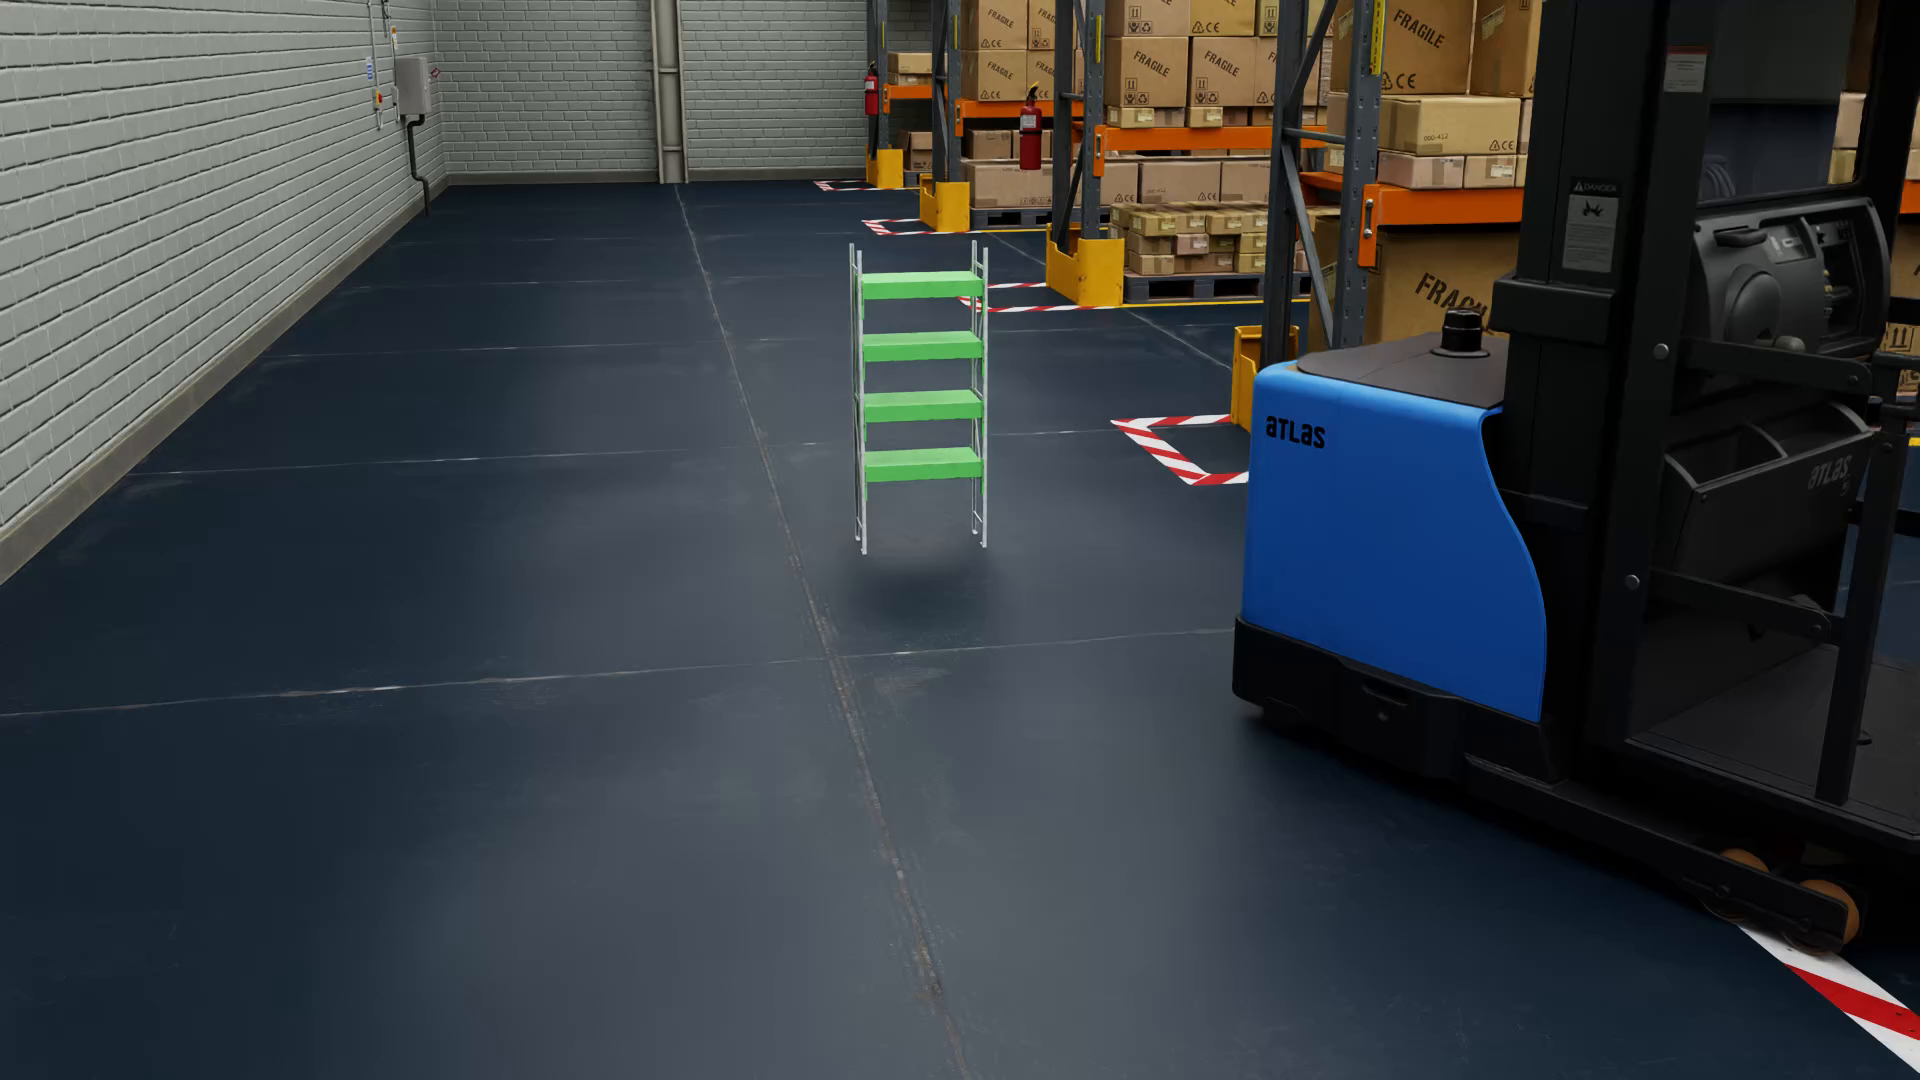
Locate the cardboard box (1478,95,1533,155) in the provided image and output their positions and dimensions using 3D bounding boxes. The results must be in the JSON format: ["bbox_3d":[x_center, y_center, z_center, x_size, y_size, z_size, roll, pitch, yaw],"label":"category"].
[{"bbox_3d":[2.766,-1.974,7.879,0.500,0.250,0.500,-3,17,-11],"label":"cardboard box"}]

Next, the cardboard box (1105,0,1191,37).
[{"bbox_3d":[1.384,-3.976,12.268,0.500,0.500,0.500,-3,17,-11],"label":"cardboard box"}]

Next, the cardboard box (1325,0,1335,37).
[{"bbox_3d":[2.893,-4.058,12.534,0.500,0.500,0.500,-4,17,-12],"label":"cardboard box"}]

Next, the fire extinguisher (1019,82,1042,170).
[{"bbox_3d":[0.558,-3.263,13.094,0.183,0.674,0.296,-3,17,-10],"label":"fire extinguisher"}]

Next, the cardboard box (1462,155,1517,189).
[{"bbox_3d":[2.397,-1.743,7.806,0.250,0.149,0.380,-4,17,-11],"label":"cardboard box"}]

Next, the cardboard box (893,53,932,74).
[{"bbox_3d":[-0.594,-6.230,21.734,0.500,0.250,0.500,-3,17,-10],"label":"cardboard box"}]

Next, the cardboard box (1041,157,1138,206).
[{"bbox_3d":[1.381,-3.876,17.970,0.875,0.438,0.875,-3,17,-9],"label":"cardboard box"}]

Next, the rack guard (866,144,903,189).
[{"bbox_3d":[-1.016,-5.021,22.307,0.348,0.500,1.175,-3,17,-10],"label":"rack guard"}]

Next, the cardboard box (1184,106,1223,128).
[{"bbox_3d":[1.790,-3.189,12.512,0.250,0.149,0.380,-4,17,-12],"label":"cardboard box"}]

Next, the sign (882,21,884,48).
[{"bbox_3d":[-0.988,-6.469,21.290,0.005,0.325,0.100,-3,17,-10],"label":"sign"}]

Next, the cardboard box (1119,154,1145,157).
[{"bbox_3d":[2.345,-5.157,22.632,0.250,0.149,0.380,-4,17,-12],"label":"cardboard box"}]

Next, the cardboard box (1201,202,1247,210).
[{"bbox_3d":[2.119,-2.629,13.389,0.250,0.149,0.380,-4,18,-13],"label":"cardboard box"}]

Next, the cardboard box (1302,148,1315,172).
[{"bbox_3d":[4.376,-4.246,18.431,0.875,0.875,0.875,-3,17,-9],"label":"cardboard box"}]

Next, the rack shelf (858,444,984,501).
[{"bbox_3d":[-0.163,-0.274,6.695,0.480,0.148,0.258,-3,17,-10],"label":"rack shelf"}]

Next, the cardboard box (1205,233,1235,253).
[{"bbox_3d":[1.959,-2.333,12.932,0.250,0.149,0.380,-3,17,-10],"label":"cardboard box"}]

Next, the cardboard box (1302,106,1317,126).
[{"bbox_3d":[2.537,-3.256,12.732,0.250,0.149,0.380,-4,17,-12],"label":"cardboard box"}]

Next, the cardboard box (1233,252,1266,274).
[{"bbox_3d":[2.224,-2.171,12.911,0.250,0.149,0.380,-3,17,-10],"label":"cardboard box"}]

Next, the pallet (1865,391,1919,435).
[{"bbox_3d":[4.901,-0.794,9.037,1.213,0.211,1.003,-3,17,-10],"label":"pallet"}]

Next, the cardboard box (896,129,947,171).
[{"bbox_3d":[-0.472,-5.226,22.253,0.637,0.503,0.797,-4,18,-13],"label":"cardboard box"}]

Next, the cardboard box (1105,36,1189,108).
[{"bbox_3d":[1.386,-3.495,12.404,0.500,0.500,0.500,-2,17,-8],"label":"cardboard box"}]

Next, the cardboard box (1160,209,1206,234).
[{"bbox_3d":[1.720,-2.463,12.849,0.250,0.149,0.380,-3,17,-9],"label":"cardboard box"}]

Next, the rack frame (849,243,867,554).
[{"bbox_3d":[-0.402,-0.551,6.561,0.015,1.200,0.240,-3,17,-10],"label":"rack frame"}]

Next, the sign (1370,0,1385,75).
[{"bbox_3d":[1.834,-2.215,7.306,0.005,0.325,0.100,-3,17,-10],"label":"sign"}]

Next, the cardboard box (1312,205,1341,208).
[{"bbox_3d":[2.904,-2.665,13.508,0.250,0.149,0.380,-3,17,-10],"label":"cardboard box"}]

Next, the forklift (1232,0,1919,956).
[{"bbox_3d":[2.150,-0.629,3.867,1.130,2.935,3.031,-14,22,-37],"label":"forklift"}]

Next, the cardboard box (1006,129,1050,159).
[{"bbox_3d":[0.913,-5.261,22.374,0.500,0.500,0.500,-3,17,-9],"label":"cardboard box"}]

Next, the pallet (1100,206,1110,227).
[{"bbox_3d":[1.820,-3.582,18.114,1.213,0.211,1.003,-3,17,-10],"label":"pallet"}]

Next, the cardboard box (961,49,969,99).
[{"bbox_3d":[0.278,-4.932,17.589,0.500,0.500,0.500,-3,17,-10],"label":"cardboard box"}]

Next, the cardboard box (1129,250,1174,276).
[{"bbox_3d":[1.468,-2.134,12.792,0.250,0.149,0.380,-3,17,-9],"label":"cardboard box"}]

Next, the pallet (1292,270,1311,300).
[{"bbox_3d":[2.967,-2.133,13.396,1.213,0.211,1.003,-3,17,-10],"label":"pallet"}]

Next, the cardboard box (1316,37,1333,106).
[{"bbox_3d":[2.889,-3.586,12.701,0.500,0.500,0.500,-4,17,-12],"label":"cardboard box"}]

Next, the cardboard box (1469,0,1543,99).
[{"bbox_3d":[2.748,-2.330,7.760,0.500,0.500,0.500,-4,17,-12],"label":"cardboard box"}]

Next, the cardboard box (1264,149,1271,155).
[{"bbox_3d":[4.366,-5.461,23.026,0.500,0.500,0.500,-4,17,-12],"label":"cardboard box"}]

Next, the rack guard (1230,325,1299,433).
[{"bbox_3d":[1.711,-0.728,8.330,0.348,0.500,1.175,-3,17,-10],"label":"rack guard"}]

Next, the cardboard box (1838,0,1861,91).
[{"bbox_3d":[4.658,-2.598,8.632,0.500,0.500,0.500,-3,17,-10],"label":"cardboard box"}]

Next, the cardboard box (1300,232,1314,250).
[{"bbox_3d":[2.733,-2.385,13.102,0.250,0.149,0.380,-2,17,-8],"label":"cardboard box"}]

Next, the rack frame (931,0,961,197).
[{"bbox_3d":[-0.145,-4.781,17.268,0.127,3.000,1.000,-3,17,-10],"label":"rack frame"}]

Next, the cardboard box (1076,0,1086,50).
[{"bbox_3d":[1.390,-5.313,17.127,0.500,0.500,0.500,-3,17,-11],"label":"cardboard box"}]

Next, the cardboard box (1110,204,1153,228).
[{"bbox_3d":[1.365,-2.584,13.244,0.250,0.149,0.380,-3,17,-10],"label":"cardboard box"}]

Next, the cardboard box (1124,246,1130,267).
[{"bbox_3d":[1.370,-2.287,13.289,0.250,0.149,0.380,-3,17,-10],"label":"cardboard box"}]

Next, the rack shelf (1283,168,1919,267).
[{"bbox_3d":[3.698,-1.691,8.435,4.000,0.370,1.077,-3,17,-10],"label":"rack shelf"}]

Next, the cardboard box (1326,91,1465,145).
[{"bbox_3d":[2.160,-2.098,8.282,0.500,0.250,0.500,-4,17,-11],"label":"cardboard box"}]

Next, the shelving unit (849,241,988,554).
[{"bbox_3d":[-0.163,-0.564,6.606,0.503,1.200,0.258,-3,17,-10],"label":"shelving unit"}]

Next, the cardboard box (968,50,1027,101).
[{"bbox_3d":[0.380,-4.773,17.071,0.500,0.500,0.500,-3,17,-11],"label":"cardboard box"}]

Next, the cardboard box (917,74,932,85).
[{"bbox_3d":[-0.475,-6.058,21.855,0.250,0.149,0.380,-3,17,-9],"label":"cardboard box"}]

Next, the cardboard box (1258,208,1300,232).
[{"bbox_3d":[2.493,-2.491,12.939,0.250,0.149,0.380,-3,17,-8],"label":"cardboard box"}]

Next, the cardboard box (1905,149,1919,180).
[{"bbox_3d":[4.668,-1.872,8.227,0.250,0.149,0.380,-3,17,-9],"label":"cardboard box"}]

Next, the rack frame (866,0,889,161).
[{"bbox_3d":[-1.091,-6.212,21.926,0.127,3.000,1.000,-3,17,-10],"label":"rack frame"}]
